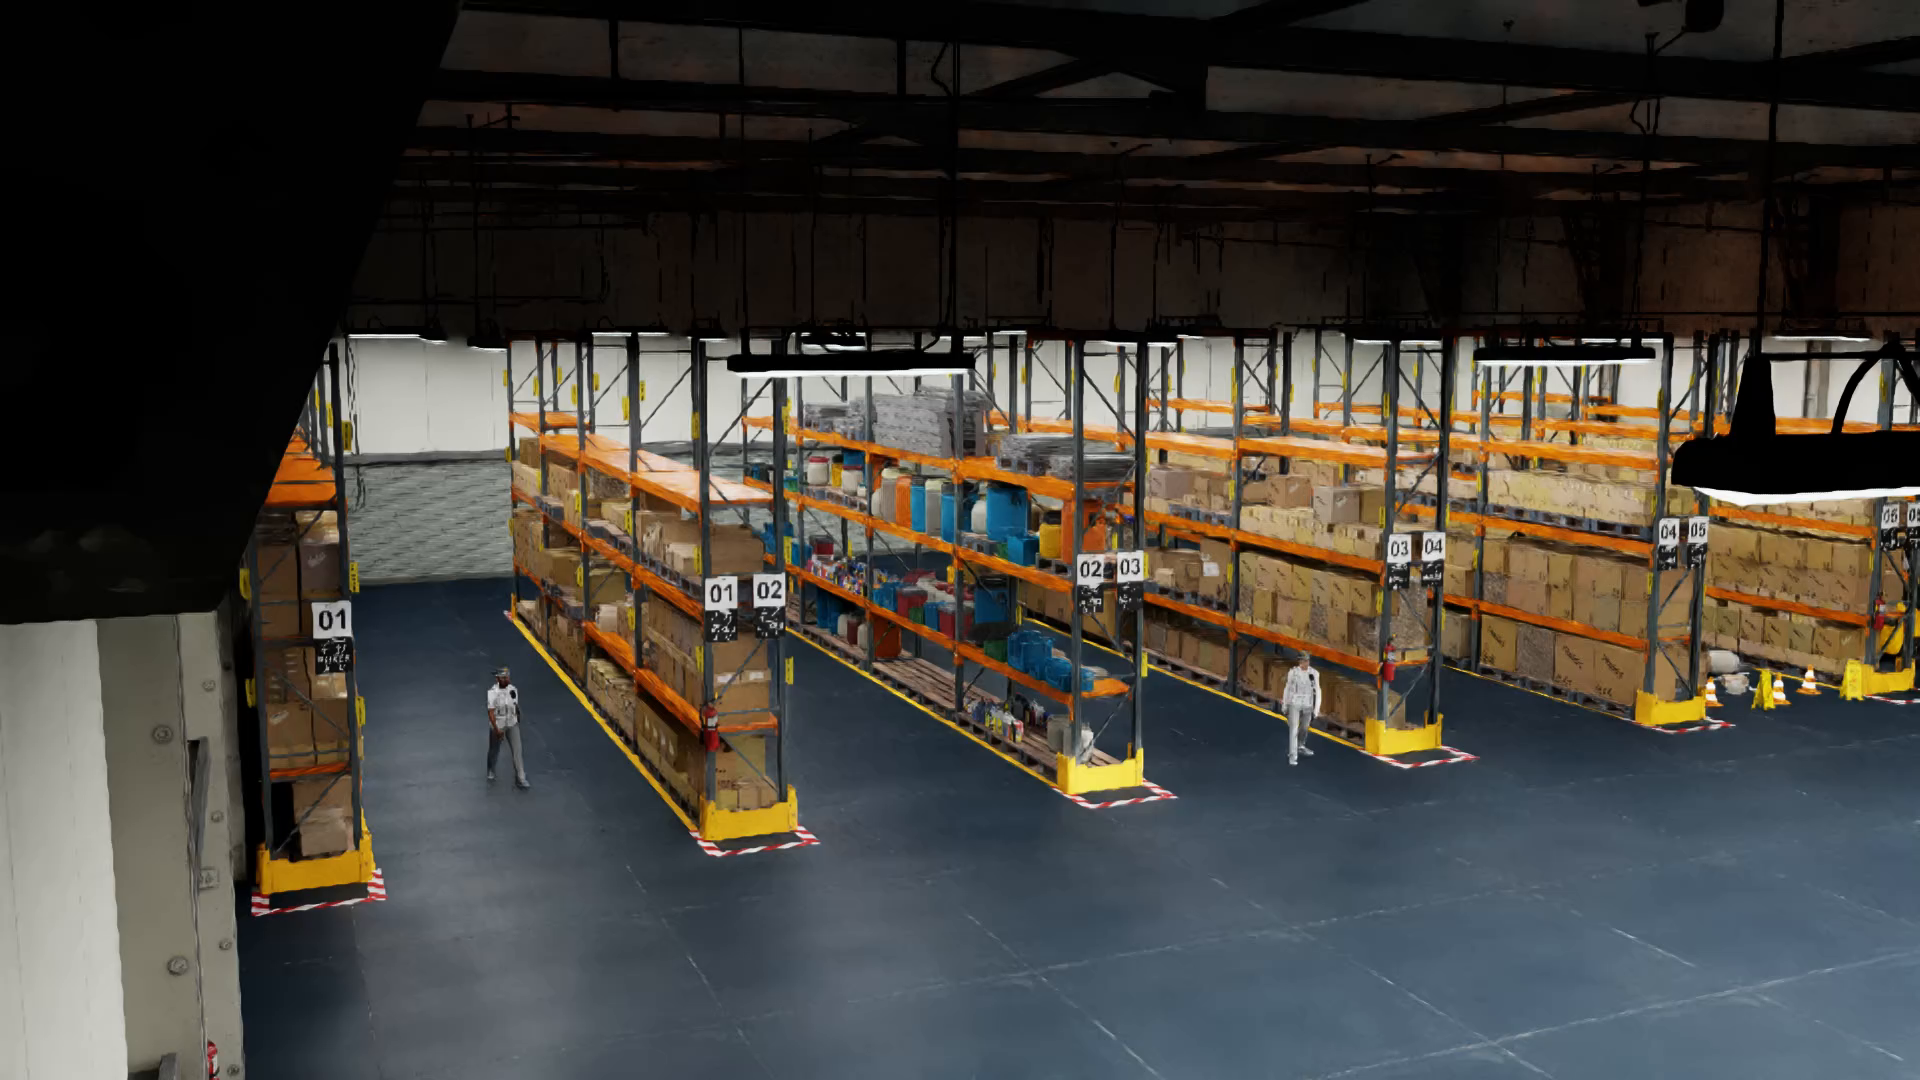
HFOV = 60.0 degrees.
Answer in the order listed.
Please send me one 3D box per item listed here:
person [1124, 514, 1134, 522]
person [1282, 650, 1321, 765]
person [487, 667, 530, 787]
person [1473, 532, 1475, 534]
[{"bbox_3d":[4.285,-0.212,42.177,0.519,1.647,0.525,2,8,14],"label":"person"},{"bbox_3d":[4.843,2.333,23.538,0.524,1.624,0.929,0,8,1],"label":"person"},{"bbox_3d":[-6.137,2.481,22.362,0.448,1.623,0.997,-5,9,-31],"label":"person"},{"bbox_3d":[10.928,0.671,35.297,0.580,1.712,0.661,0,8,-1],"label":"person"}]
